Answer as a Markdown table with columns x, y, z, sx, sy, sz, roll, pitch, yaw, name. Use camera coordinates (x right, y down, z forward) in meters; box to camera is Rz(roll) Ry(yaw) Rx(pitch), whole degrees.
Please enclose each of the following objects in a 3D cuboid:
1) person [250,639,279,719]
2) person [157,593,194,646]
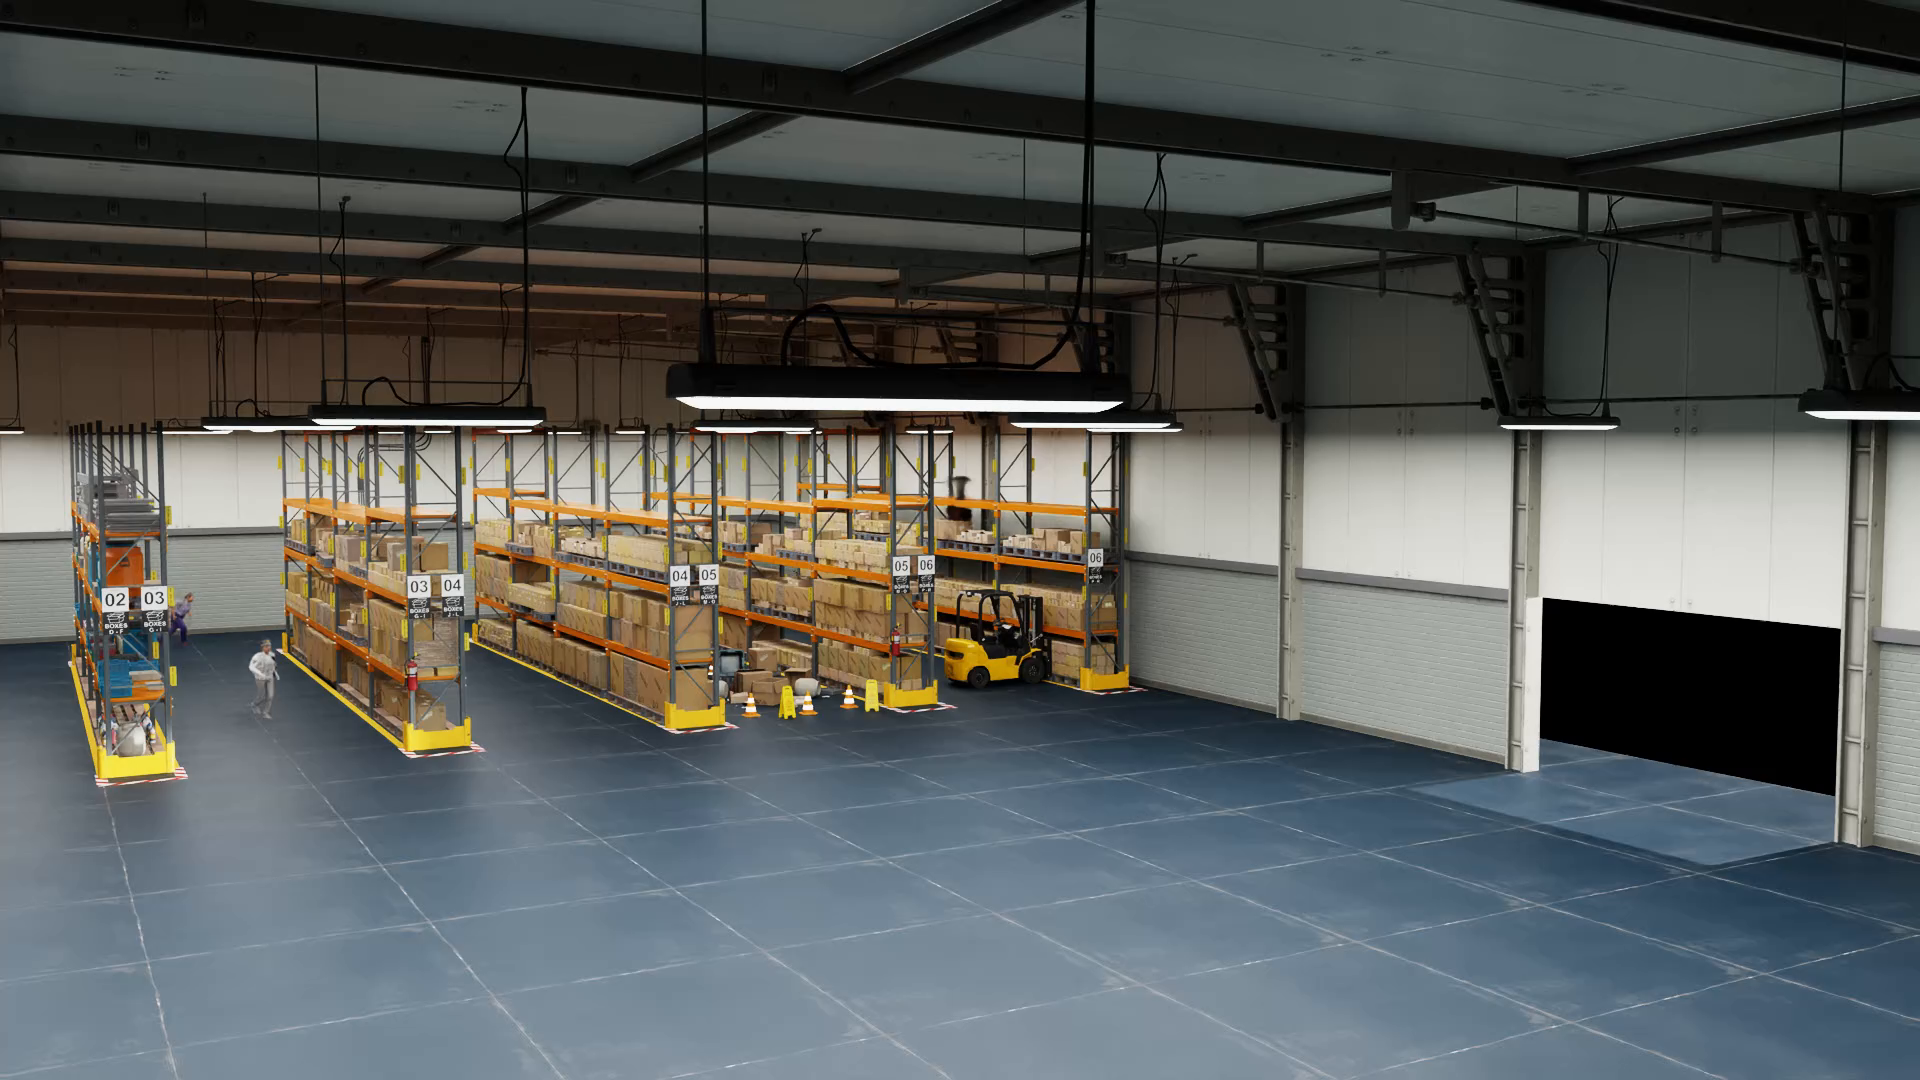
| x | y | z | sx | sy | sz | roll | pitch | yaw | name |
| --- | --- | --- | --- | --- | --- | --- | --- | --- | --- |
| -14.198 | 2.824 | 33.875 | 0.717 | 1.641 | 0.609 | 3 | 5 | 44 | person |
| -21.535 | 2.190 | 45.648 | 1.029 | 1.465 | 0.608 | 0 | 4 | 2 | person |
